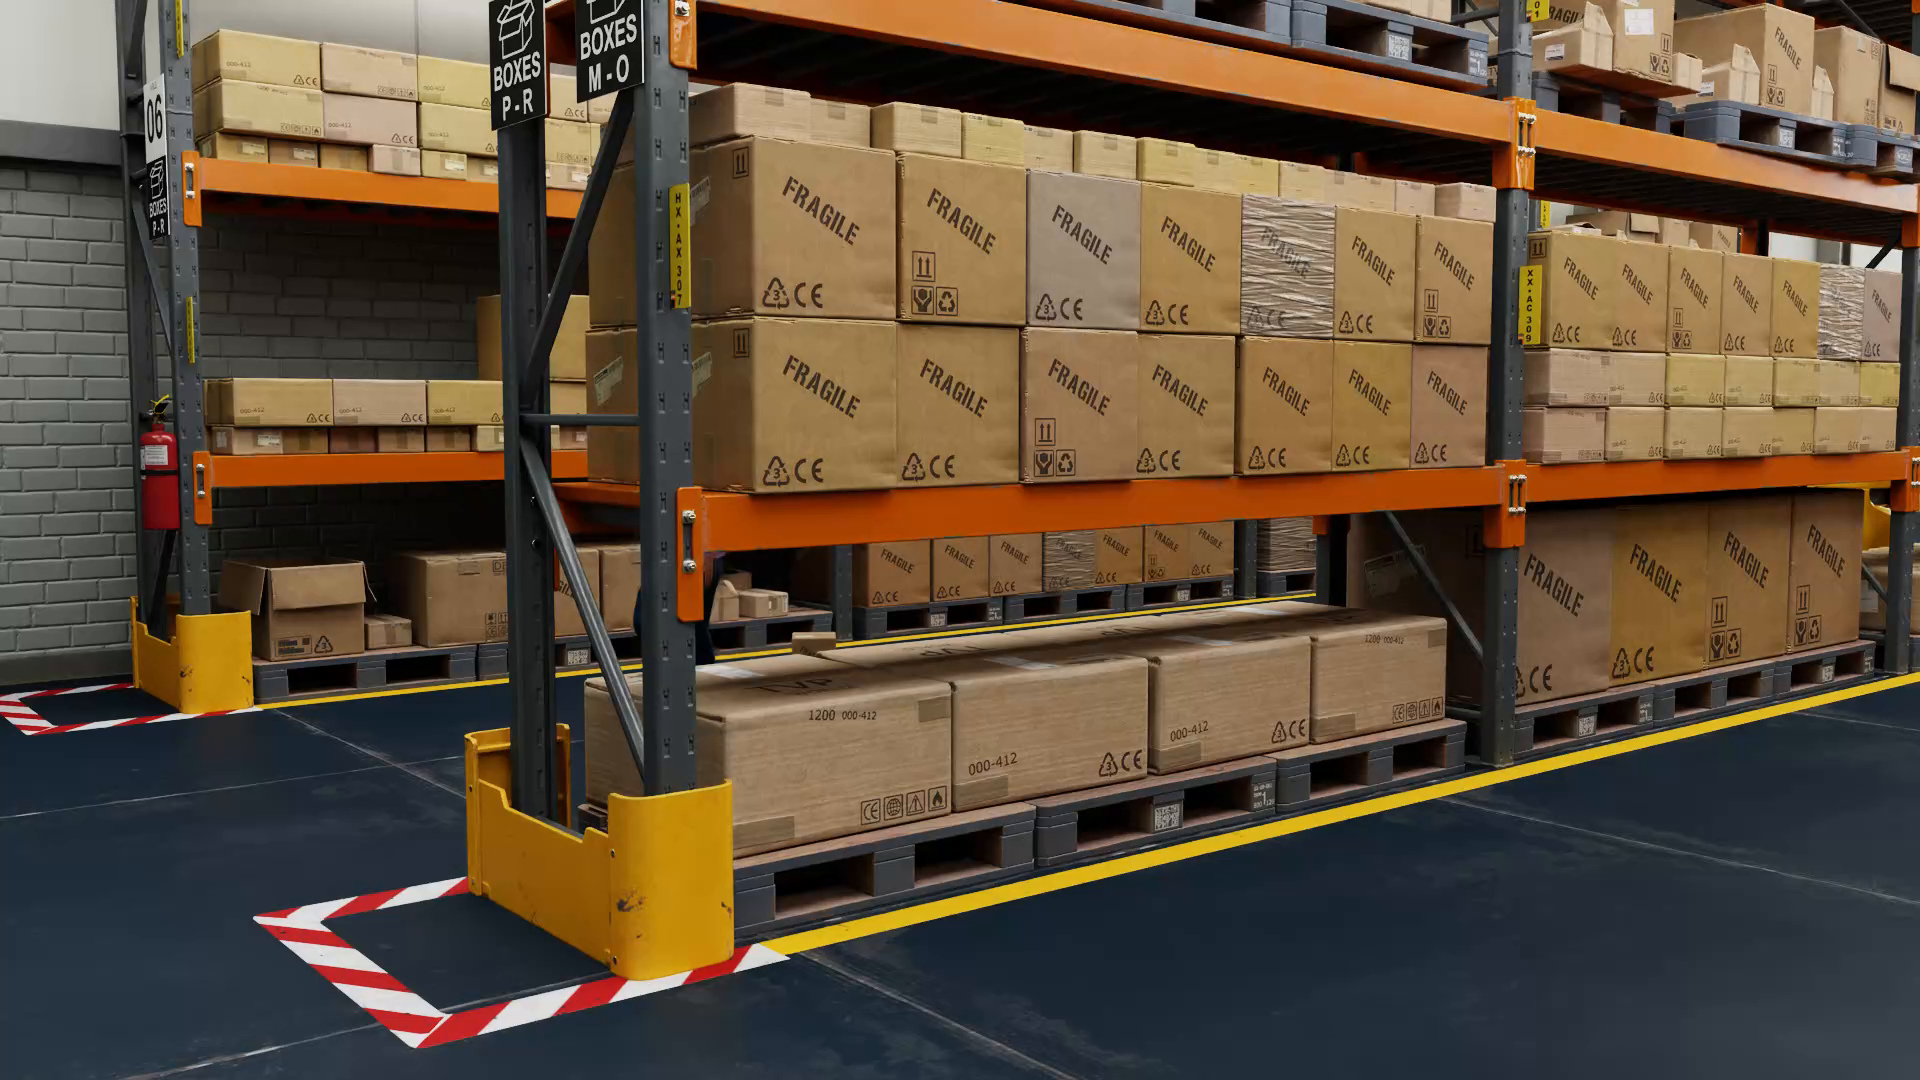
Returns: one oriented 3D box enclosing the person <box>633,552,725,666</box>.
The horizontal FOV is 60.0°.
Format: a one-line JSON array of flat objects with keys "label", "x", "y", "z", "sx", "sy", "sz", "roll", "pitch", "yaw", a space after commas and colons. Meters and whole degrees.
[{"label": "person", "x": -1.304, "y": 0.100, "z": 7.885, "sx": 0.436, "sy": 1.596, "sz": 0.432, "roll": 2, "pitch": 5, "yaw": 29}]
